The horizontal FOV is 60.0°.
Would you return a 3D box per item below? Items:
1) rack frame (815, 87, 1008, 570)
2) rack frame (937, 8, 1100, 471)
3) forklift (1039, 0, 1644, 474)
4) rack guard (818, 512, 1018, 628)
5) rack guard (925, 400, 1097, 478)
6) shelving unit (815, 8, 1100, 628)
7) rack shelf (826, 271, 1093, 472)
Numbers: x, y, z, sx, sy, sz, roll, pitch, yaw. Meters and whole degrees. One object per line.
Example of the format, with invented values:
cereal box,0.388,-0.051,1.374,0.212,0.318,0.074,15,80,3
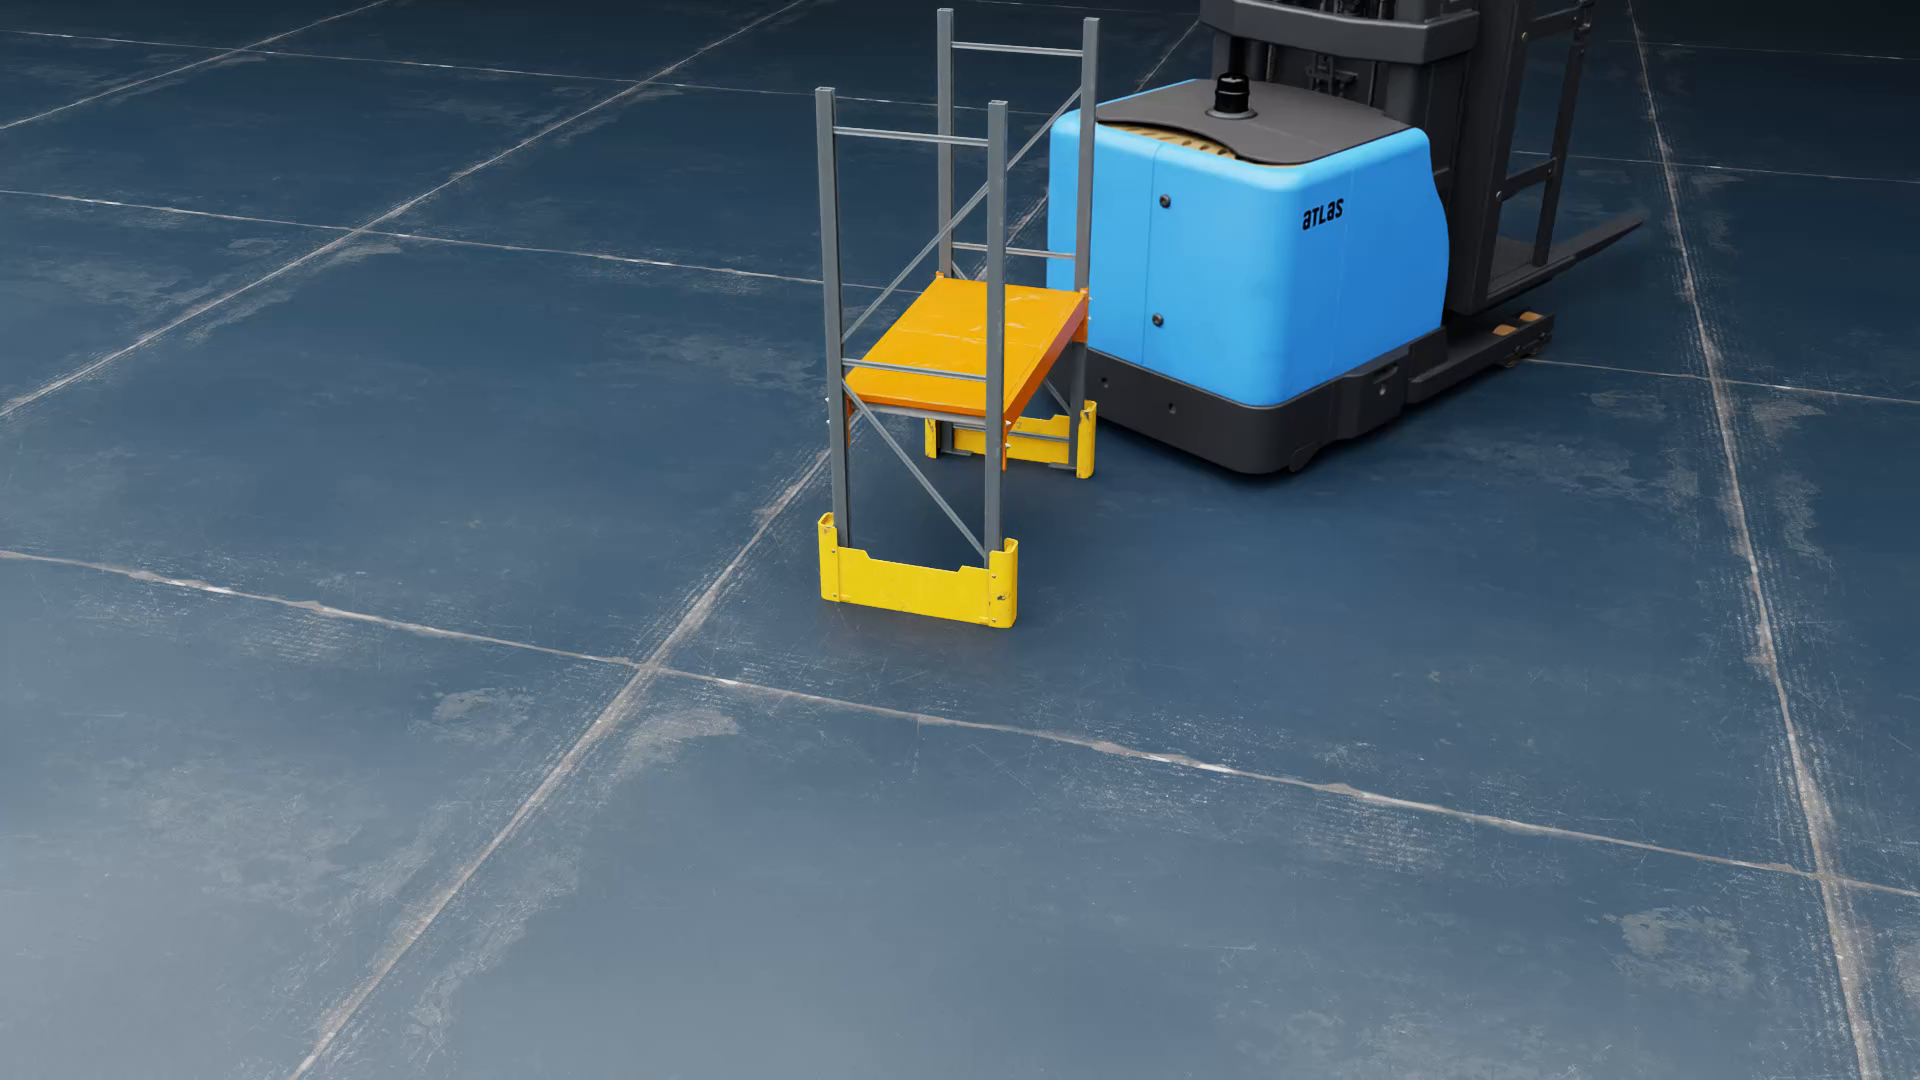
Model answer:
rack frame,-0.124,-0.459,4.532,0.500,1.500,0.032,8,30,15
rack frame,0.174,-0.931,5.381,0.500,1.500,0.032,8,30,15
forklift,1.700,-2.108,6.025,3.031,2.935,1.130,-25,38,-37
rack guard,-0.124,0.087,4.837,0.587,0.250,0.087,8,30,15
rack guard,0.169,-0.376,5.669,0.587,0.250,0.087,8,30,15
shelving unit,0.022,-0.691,4.949,0.587,1.500,1.083,8,30,15
rack shelf,0.025,-0.538,5.044,0.538,0.185,1.000,8,30,15
